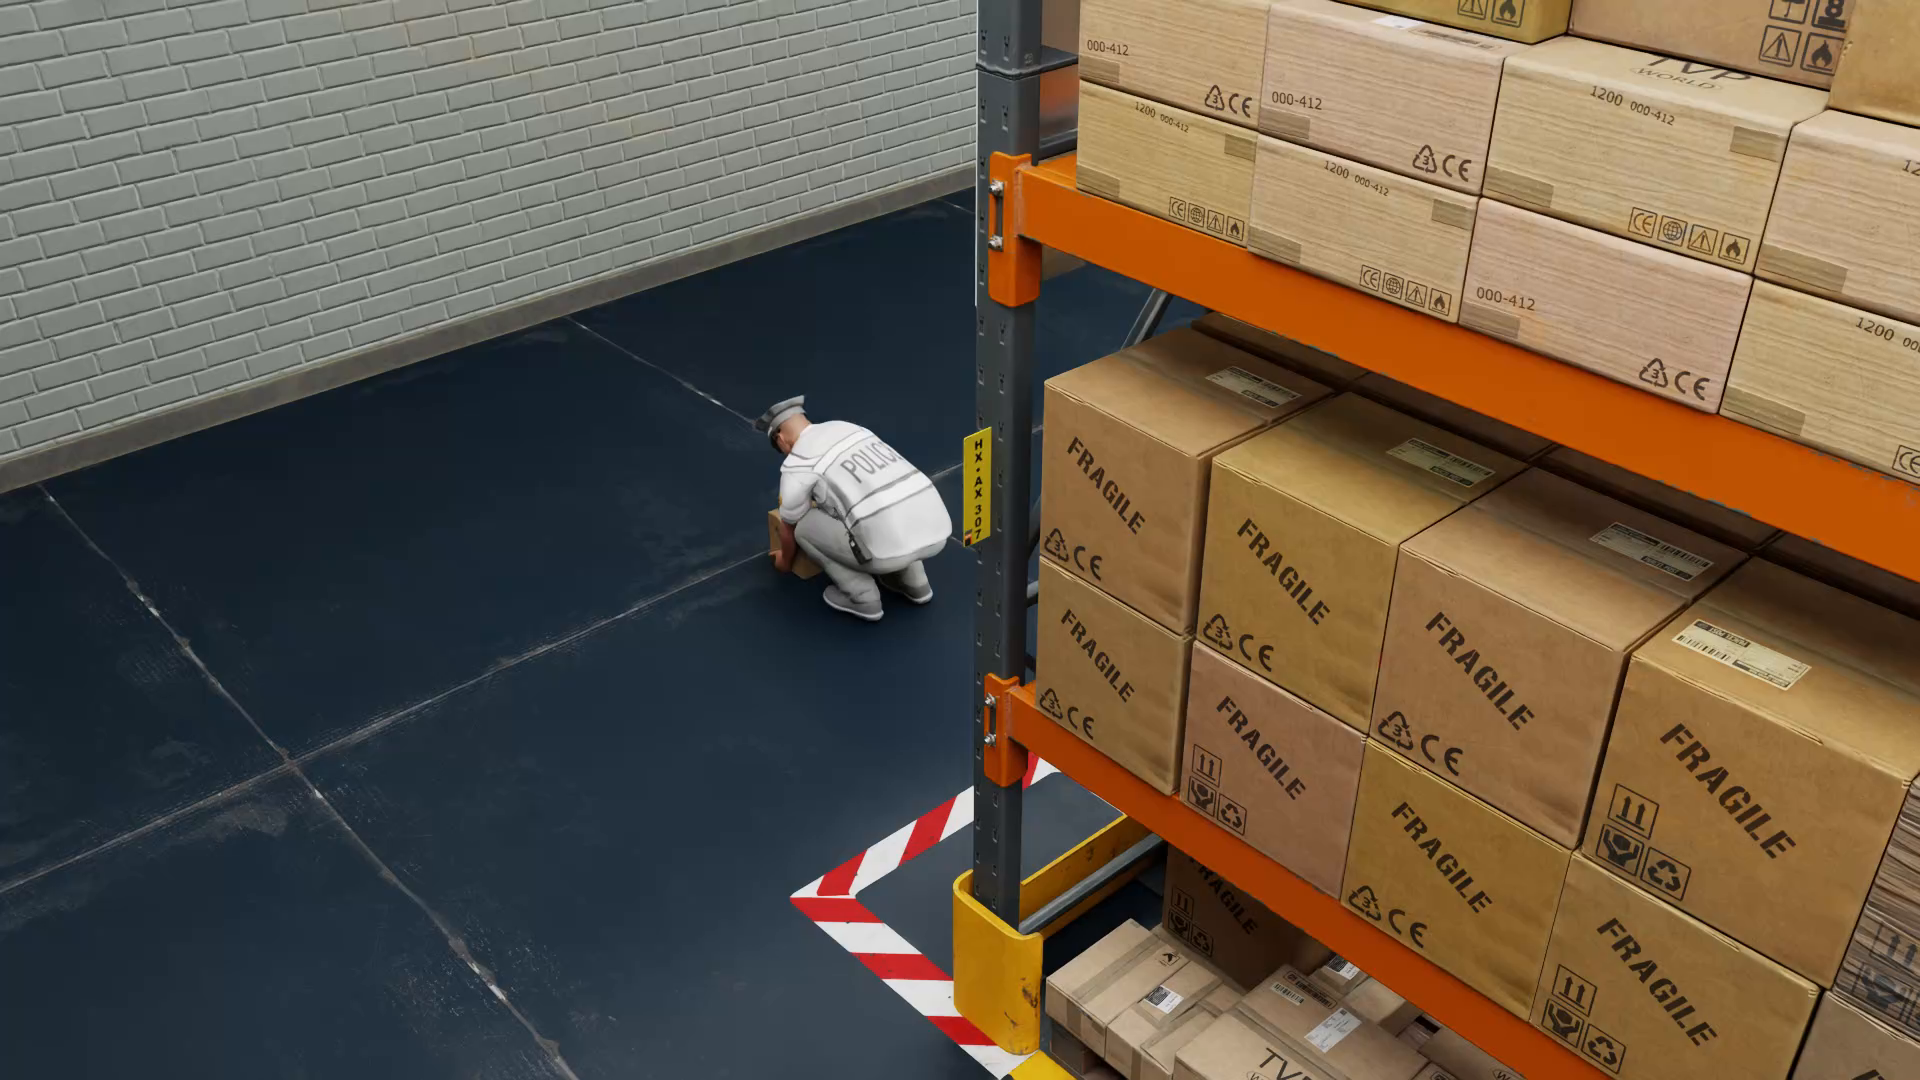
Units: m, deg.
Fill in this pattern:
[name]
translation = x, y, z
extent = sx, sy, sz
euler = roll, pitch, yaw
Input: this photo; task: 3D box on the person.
[person]
translation = -0.477, -0.123, 7.256
extent = 0.548, 0.898, 0.974
euler = -26, 40, -36
